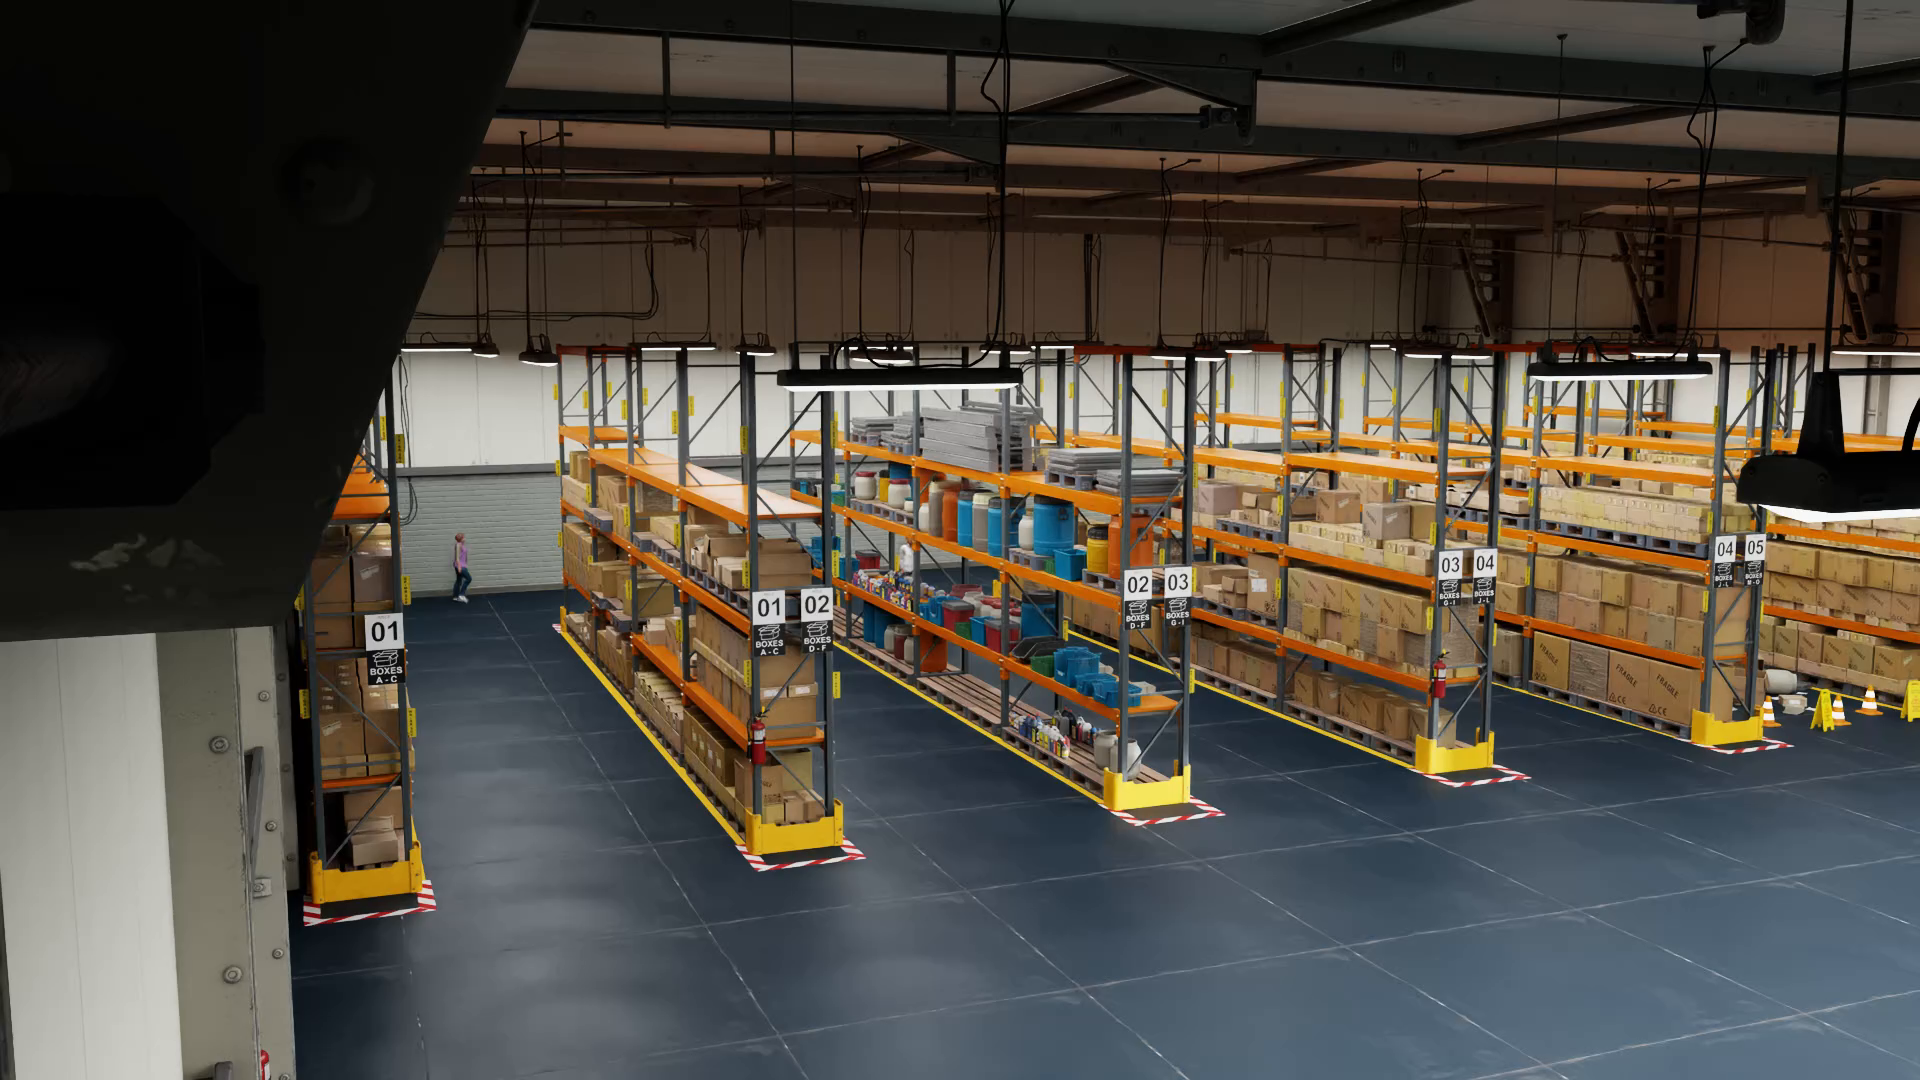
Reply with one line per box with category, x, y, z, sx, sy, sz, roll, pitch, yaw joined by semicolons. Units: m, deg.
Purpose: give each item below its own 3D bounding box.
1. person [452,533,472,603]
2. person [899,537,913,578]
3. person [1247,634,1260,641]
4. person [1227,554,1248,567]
person;-11.594;0.640;38.620;0.445;1.623;0.434;-3;8;-23
person;-1.124;0.673;37.825;0.588;1.718;1.084;-3;8;-24
person;6.026;1.256;33.641;0.716;1.637;0.713;-1;7;-10
person;6.822;0.188;41.709;1.028;1.654;0.509;0;7;0
